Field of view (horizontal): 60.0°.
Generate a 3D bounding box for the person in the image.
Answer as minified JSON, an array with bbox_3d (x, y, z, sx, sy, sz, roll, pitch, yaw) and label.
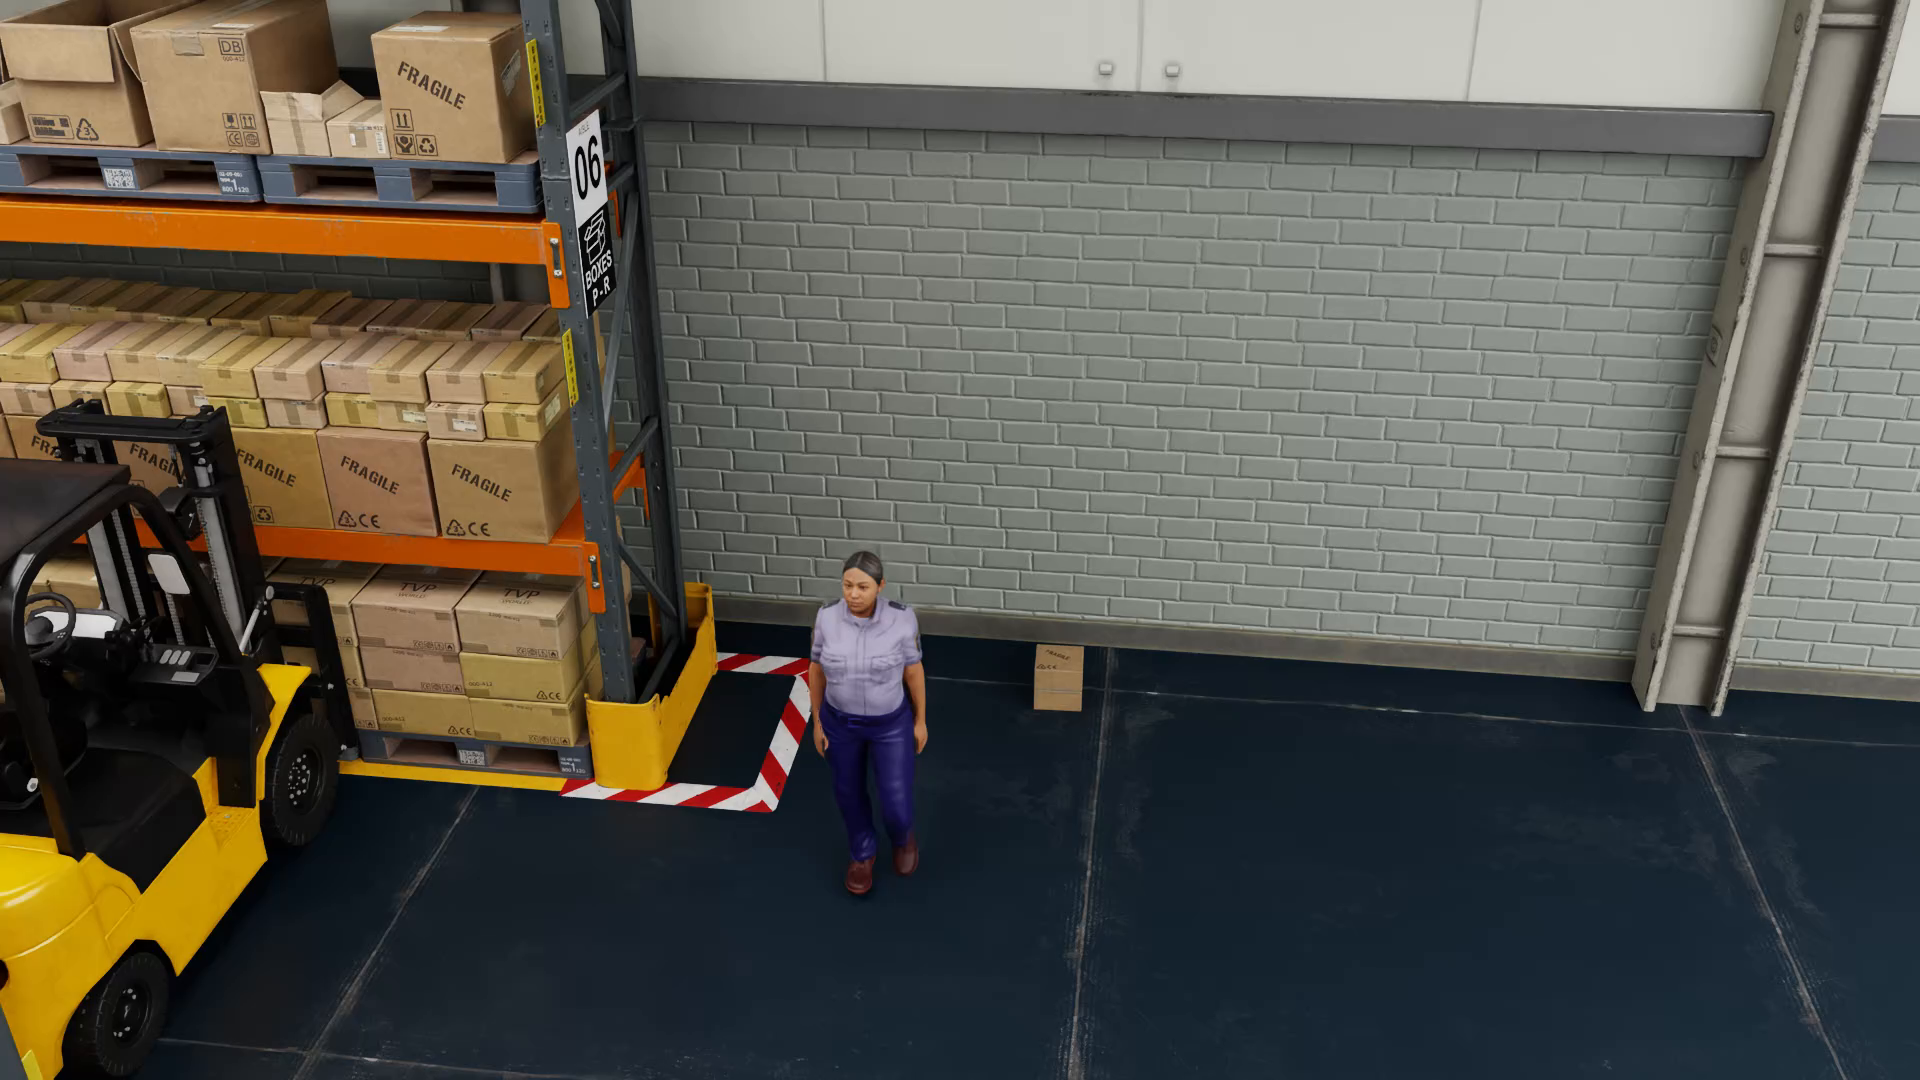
[{"bbox_3d":[-0.403,0.815,7.093,0.504,1.653,0.431,4,29,8],"label":"person"}]
